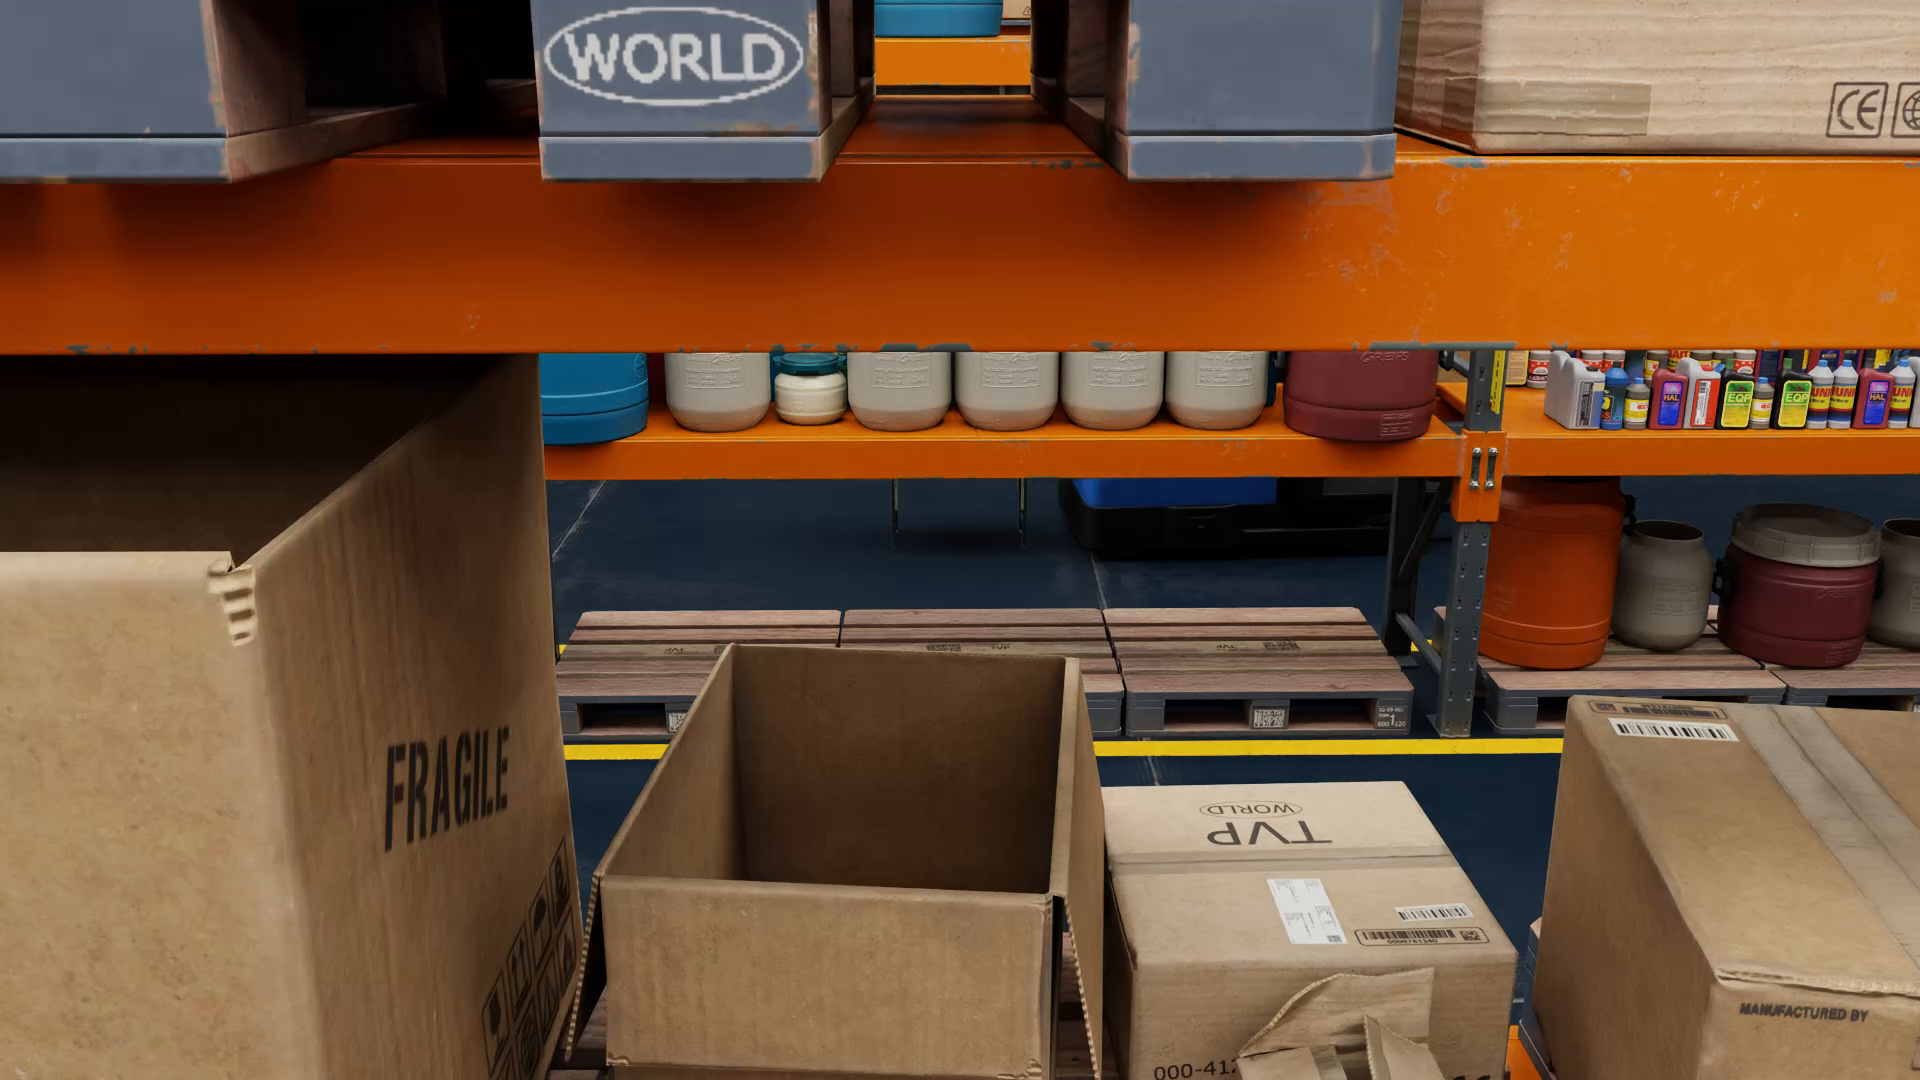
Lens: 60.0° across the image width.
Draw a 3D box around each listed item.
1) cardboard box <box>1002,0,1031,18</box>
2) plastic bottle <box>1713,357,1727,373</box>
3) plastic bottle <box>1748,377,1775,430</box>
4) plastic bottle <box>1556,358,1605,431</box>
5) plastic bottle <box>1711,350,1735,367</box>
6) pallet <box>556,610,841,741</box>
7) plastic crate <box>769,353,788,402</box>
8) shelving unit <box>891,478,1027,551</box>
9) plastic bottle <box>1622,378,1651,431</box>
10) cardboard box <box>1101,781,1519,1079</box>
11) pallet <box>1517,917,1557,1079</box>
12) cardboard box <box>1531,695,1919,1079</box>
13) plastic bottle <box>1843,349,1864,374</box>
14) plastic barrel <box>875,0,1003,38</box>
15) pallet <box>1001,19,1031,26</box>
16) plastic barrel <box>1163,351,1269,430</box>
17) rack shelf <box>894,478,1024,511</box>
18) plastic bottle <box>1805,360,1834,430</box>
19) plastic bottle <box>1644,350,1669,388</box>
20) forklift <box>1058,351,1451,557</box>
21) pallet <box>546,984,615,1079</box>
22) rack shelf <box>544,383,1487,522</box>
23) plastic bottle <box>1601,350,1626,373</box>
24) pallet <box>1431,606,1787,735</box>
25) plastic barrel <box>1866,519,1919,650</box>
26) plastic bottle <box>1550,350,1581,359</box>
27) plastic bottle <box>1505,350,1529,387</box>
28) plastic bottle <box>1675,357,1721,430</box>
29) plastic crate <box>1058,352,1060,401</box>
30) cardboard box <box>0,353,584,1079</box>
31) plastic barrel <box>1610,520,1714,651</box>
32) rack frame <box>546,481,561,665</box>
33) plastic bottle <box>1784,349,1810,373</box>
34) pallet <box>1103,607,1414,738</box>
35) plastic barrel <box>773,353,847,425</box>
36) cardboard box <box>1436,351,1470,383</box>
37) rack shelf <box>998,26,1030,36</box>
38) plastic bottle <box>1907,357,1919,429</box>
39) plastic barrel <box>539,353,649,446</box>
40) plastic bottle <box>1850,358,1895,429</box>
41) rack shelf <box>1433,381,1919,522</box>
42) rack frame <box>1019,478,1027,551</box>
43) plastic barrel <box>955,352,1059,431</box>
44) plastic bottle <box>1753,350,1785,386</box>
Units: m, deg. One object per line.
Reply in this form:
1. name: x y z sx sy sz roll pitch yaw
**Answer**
1. cardboard box: 0.608 -5.282 15.991 0.637 0.503 0.797 2 18 7
2. plastic bottle: 3.078 -0.602 6.726 0.097 0.271 0.097 0 18 0
3. plastic bottle: 3.212 -0.551 6.680 0.097 0.201 0.097 0 18 0
4. plastic bottle: 2.500 -0.592 6.684 0.135 0.276 0.152 0 18 -1
5. plastic bottle: 3.390 -0.784 7.406 0.097 0.201 0.097 0 18 0
6. pallet: -1.153 0.584 7.381 1.213 0.211 1.003 0 18 -1
7. plastic crate: -0.839 -0.821 7.222 0.575 0.384 0.392 0 18 -1
8. shelving unit: -0.007 -0.714 9.318 0.755 1.500 0.431 0 18 -1
9. plastic bottle: 2.714 -0.549 6.673 0.097 0.201 0.097 0 18 0
10. cardboard box: 0.461 0.575 2.404 0.500 0.250 0.500 -1 18 -2
11. pallet: 1.429 0.893 2.168 1.003 0.211 1.213 0 18 -1
12. cardboard box: 1.044 0.566 2.022 0.500 0.500 0.700 2 18 7
13. plastic bottle: 3.922 -0.813 7.361 0.133 0.283 0.061 0 18 -1
14. plastic barrel: -0.124 -2.470 6.606 0.708 0.901 0.600 0 18 -1
15. pallet: 0.192 -3.562 11.139 1.213 0.211 1.003 1 18 2
16. plastic barrel: 1.037 -0.730 6.731 0.421 0.512 0.421 0 18 0
17. rack shelf: -0.007 -0.404 9.418 0.720 0.370 0.431 0 18 -1
18. plastic bottle: 3.443 -0.586 6.673 0.097 0.271 0.097 0 18 0
19. plastic bottle: 3.098 -0.783 7.402 0.097 0.201 0.097 0 18 0
20. forklift: 2.140 -1.474 9.344 3.031 2.935 1.130 -2 18 -6
21. pallet: -1.093 0.917 2.093 1.213 0.211 1.003 0 18 -1
22. rack shelf: 0.062 -0.395 7.047 4.000 0.370 1.077 0 18 -1
23. plastic bottle: 2.904 -0.782 7.399 0.097 0.201 0.097 0 18 0
24. pallet: 2.850 0.564 7.444 1.213 0.211 1.003 0 18 -1
25. plastic barrel: 4.243 0.194 7.417 0.421 0.512 0.421 0 18 0
26. plastic bottle: 2.691 -0.825 7.400 0.133 0.283 0.061 0 18 -1
27. plastic bottle: 2.460 -0.824 7.397 0.133 0.283 0.061 0 18 -1
28. plastic bottle: 2.962 -0.594 6.691 0.135 0.276 0.152 0 18 -1
29. plastic crate: 0.442 -0.864 7.224 0.583 0.464 0.402 0 18 -1
30. cardboard box: -1.063 0.338 1.914 1.000 1.000 1.000 0 18 0
31. plastic barrel: 3.114 0.200 7.400 0.421 0.512 0.421 0 18 0
32. rack frame: -1.937 -0.728 6.907 0.127 3.000 1.000 0 18 -1
33. plastic bottle: 3.762 -0.850 7.366 0.185 0.351 0.144 0 18 -1
34. pallet: 1.287 0.572 7.418 1.213 0.211 1.003 0 18 -1
35. plastic barrel: -0.612 -0.622 6.802 0.301 0.262 0.301 0 18 0
36. cardboard box: 3.472 -1.200 11.748 0.500 0.500 0.500 -1 18 -2
37. rack shelf: -0.012 -3.336 11.304 4.000 0.370 1.077 0 18 -1
38. plastic bottle: 3.887 -0.598 6.705 0.135 0.276 0.152 0 18 -1
39. plastic barrel: -1.546 -0.876 6.547 0.708 0.901 0.600 0 18 -1
40. plastic bottle: 3.656 -0.587 6.657 0.133 0.283 0.061 0 18 -1
41. rack shelf: 4.062 -0.414 7.107 4.000 0.370 1.077 0 18 -1
42. rack frame: 0.359 -0.716 9.324 0.023 1.500 0.400 0 18 -1
43. plastic barrel: 0.189 -0.736 6.709 0.433 0.535 0.433 0 18 0
44. plastic bottle: 3.603 -0.830 7.414 0.133 0.283 0.061 0 18 -1
